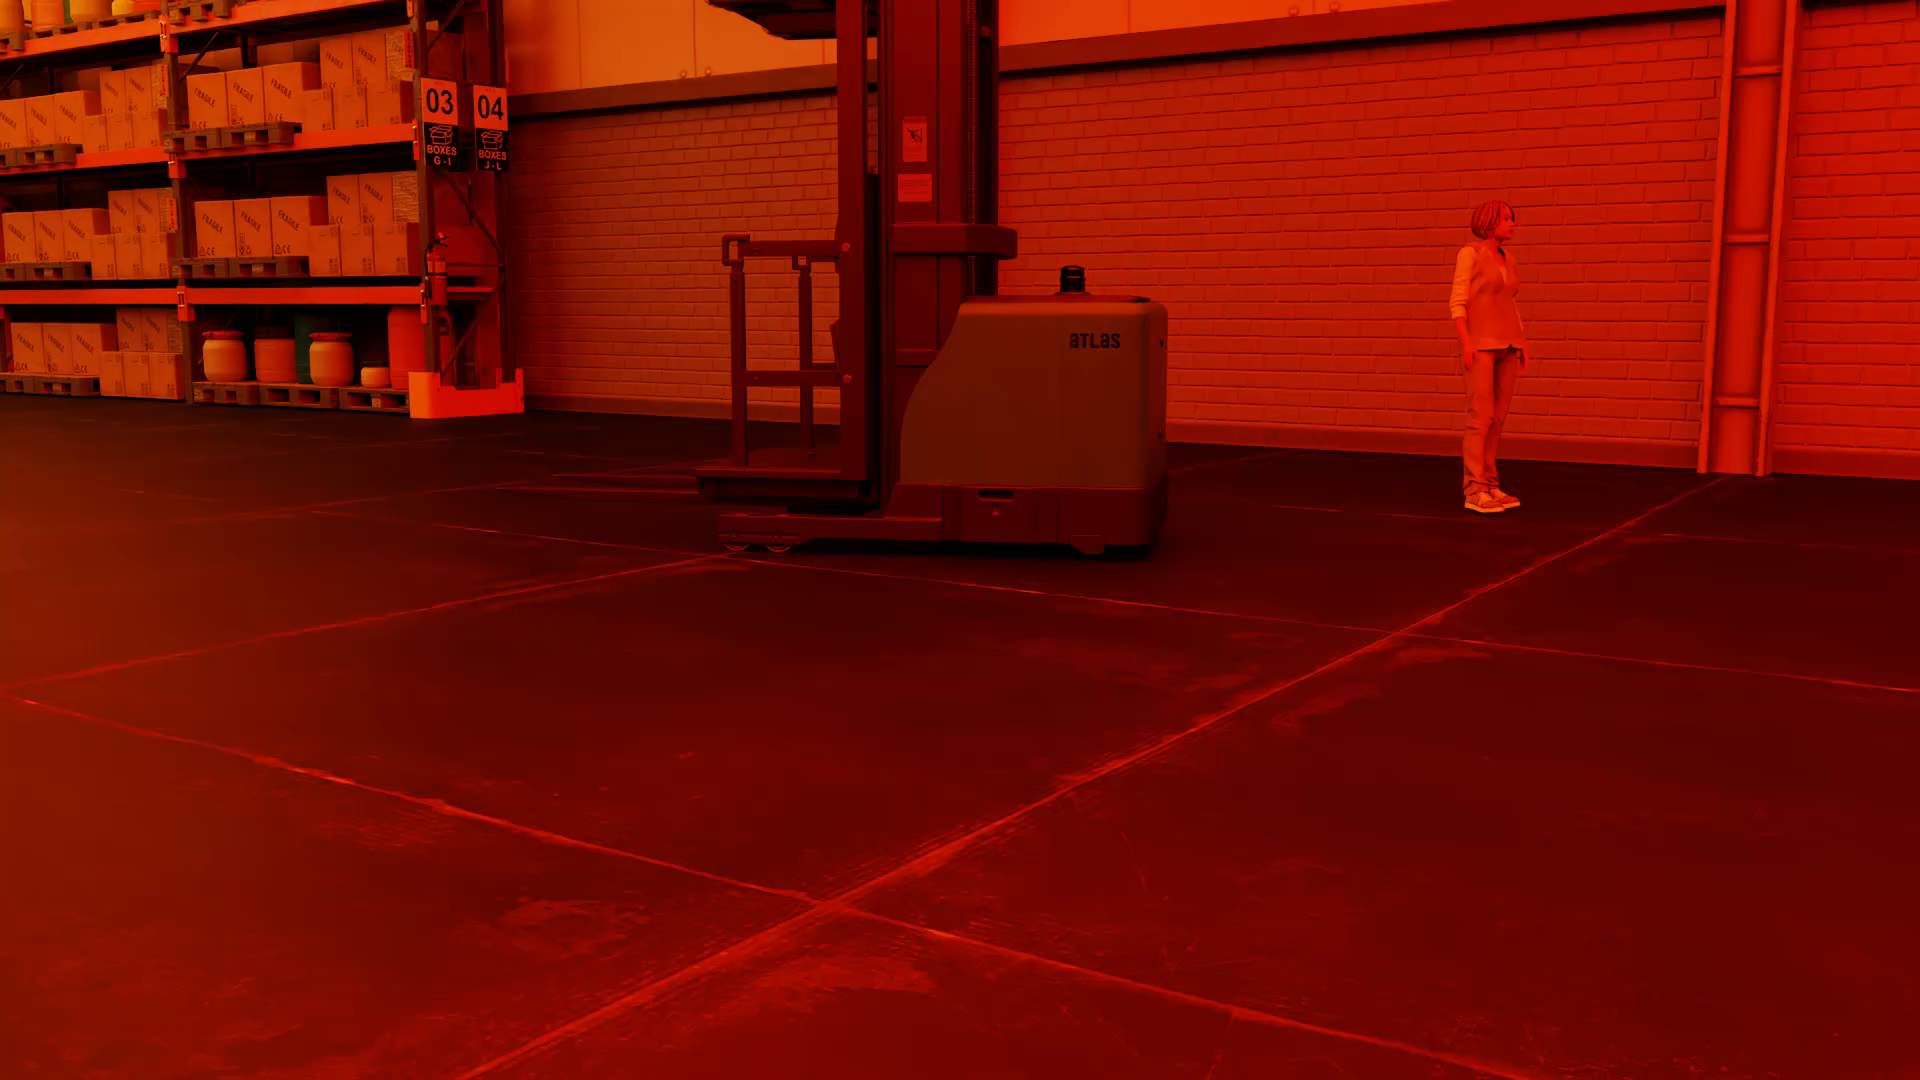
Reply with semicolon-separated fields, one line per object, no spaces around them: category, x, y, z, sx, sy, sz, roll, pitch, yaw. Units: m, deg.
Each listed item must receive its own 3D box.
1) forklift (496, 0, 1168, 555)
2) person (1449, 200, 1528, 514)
forklift;-0.596;-1.469;7.520;3.031;2.935;1.130;2;8;12
person;2.799;-0.958;8.614;0.518;1.598;0.467;-5;10;-33
